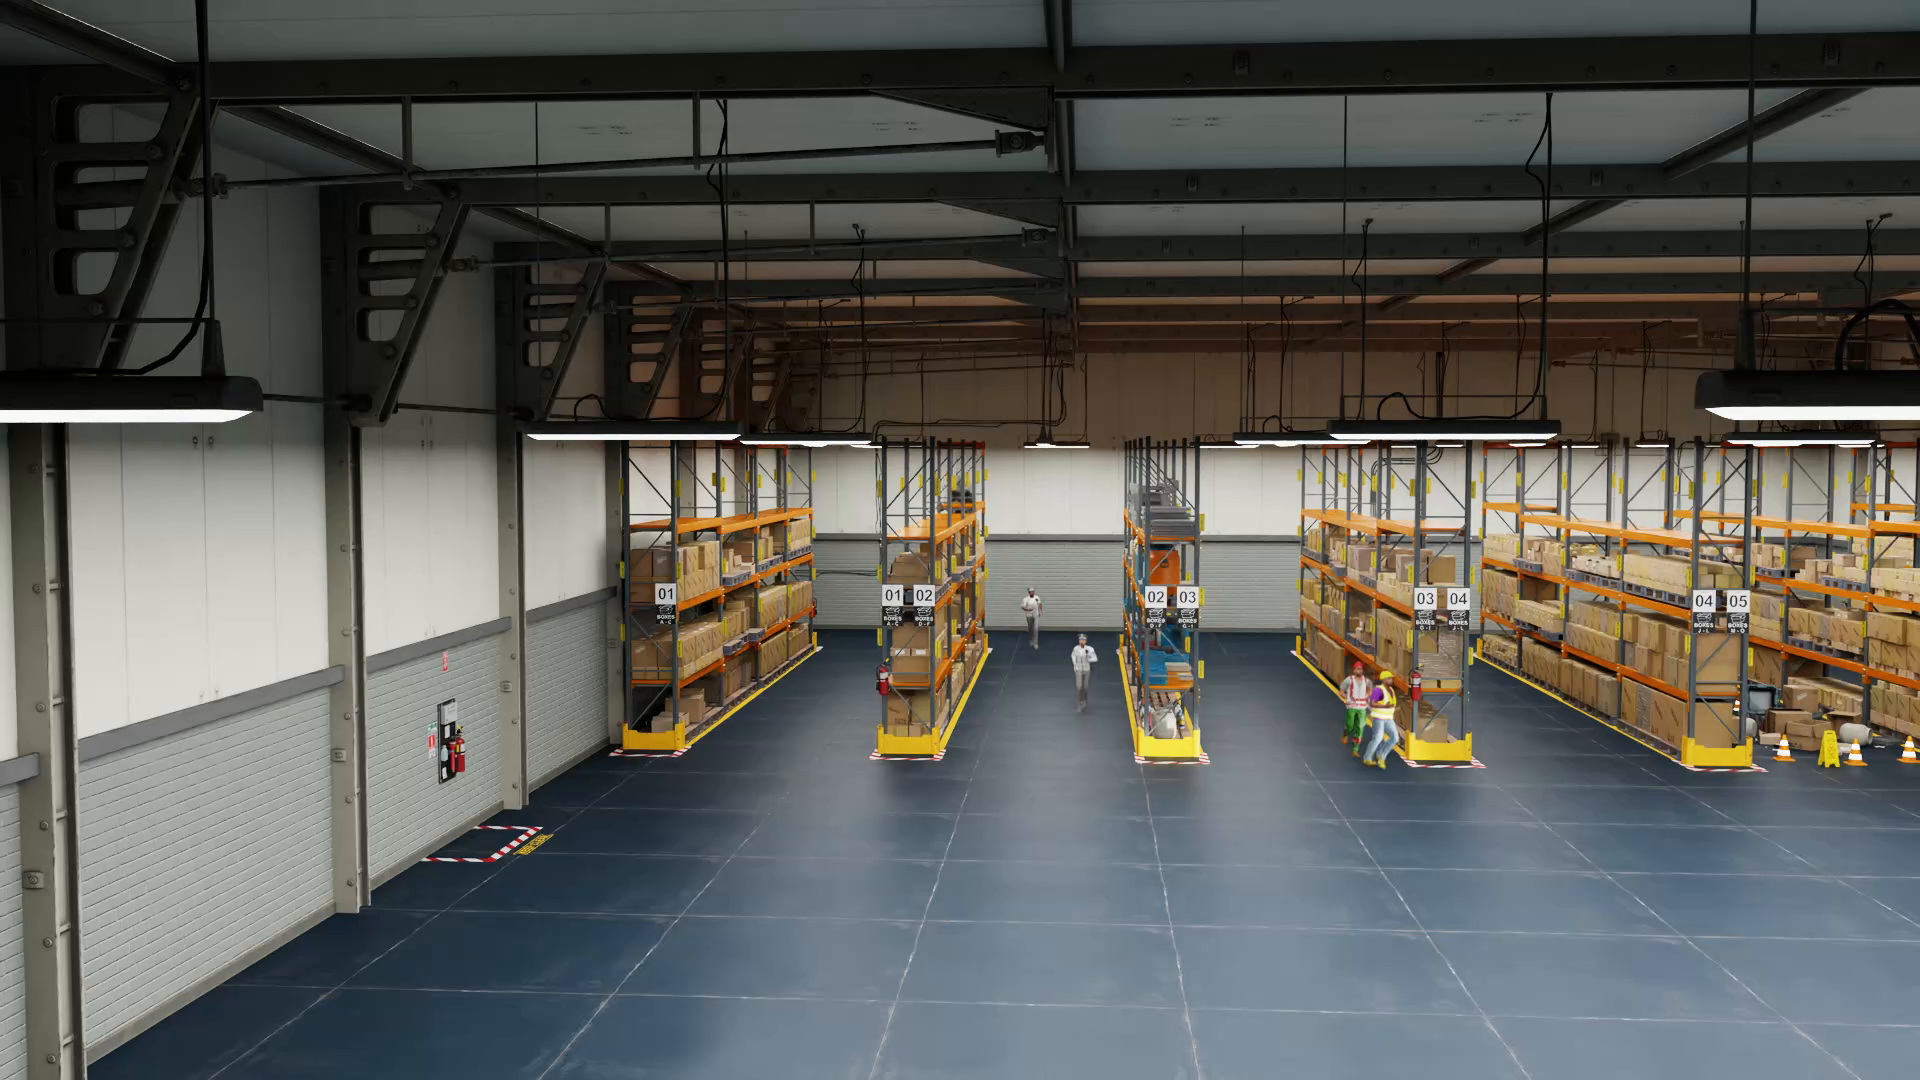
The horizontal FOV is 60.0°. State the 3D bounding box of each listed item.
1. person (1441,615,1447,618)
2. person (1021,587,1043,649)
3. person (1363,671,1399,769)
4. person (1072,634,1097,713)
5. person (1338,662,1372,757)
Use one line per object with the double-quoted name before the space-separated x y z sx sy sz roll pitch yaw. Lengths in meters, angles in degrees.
"person" 13.152 2.478 45.070 0.640 1.705 0.910 1 3 12
"person" 2.012 2.149 46.212 0.614 1.727 0.922 0 3 -1
"person" 7.684 3.254 30.038 0.699 1.782 0.679 -2 4 -35
"person" 2.740 2.924 36.650 0.585 1.751 0.774 0 3 8
"person" 7.480 3.170 31.327 0.679 1.763 0.852 0 3 -4
